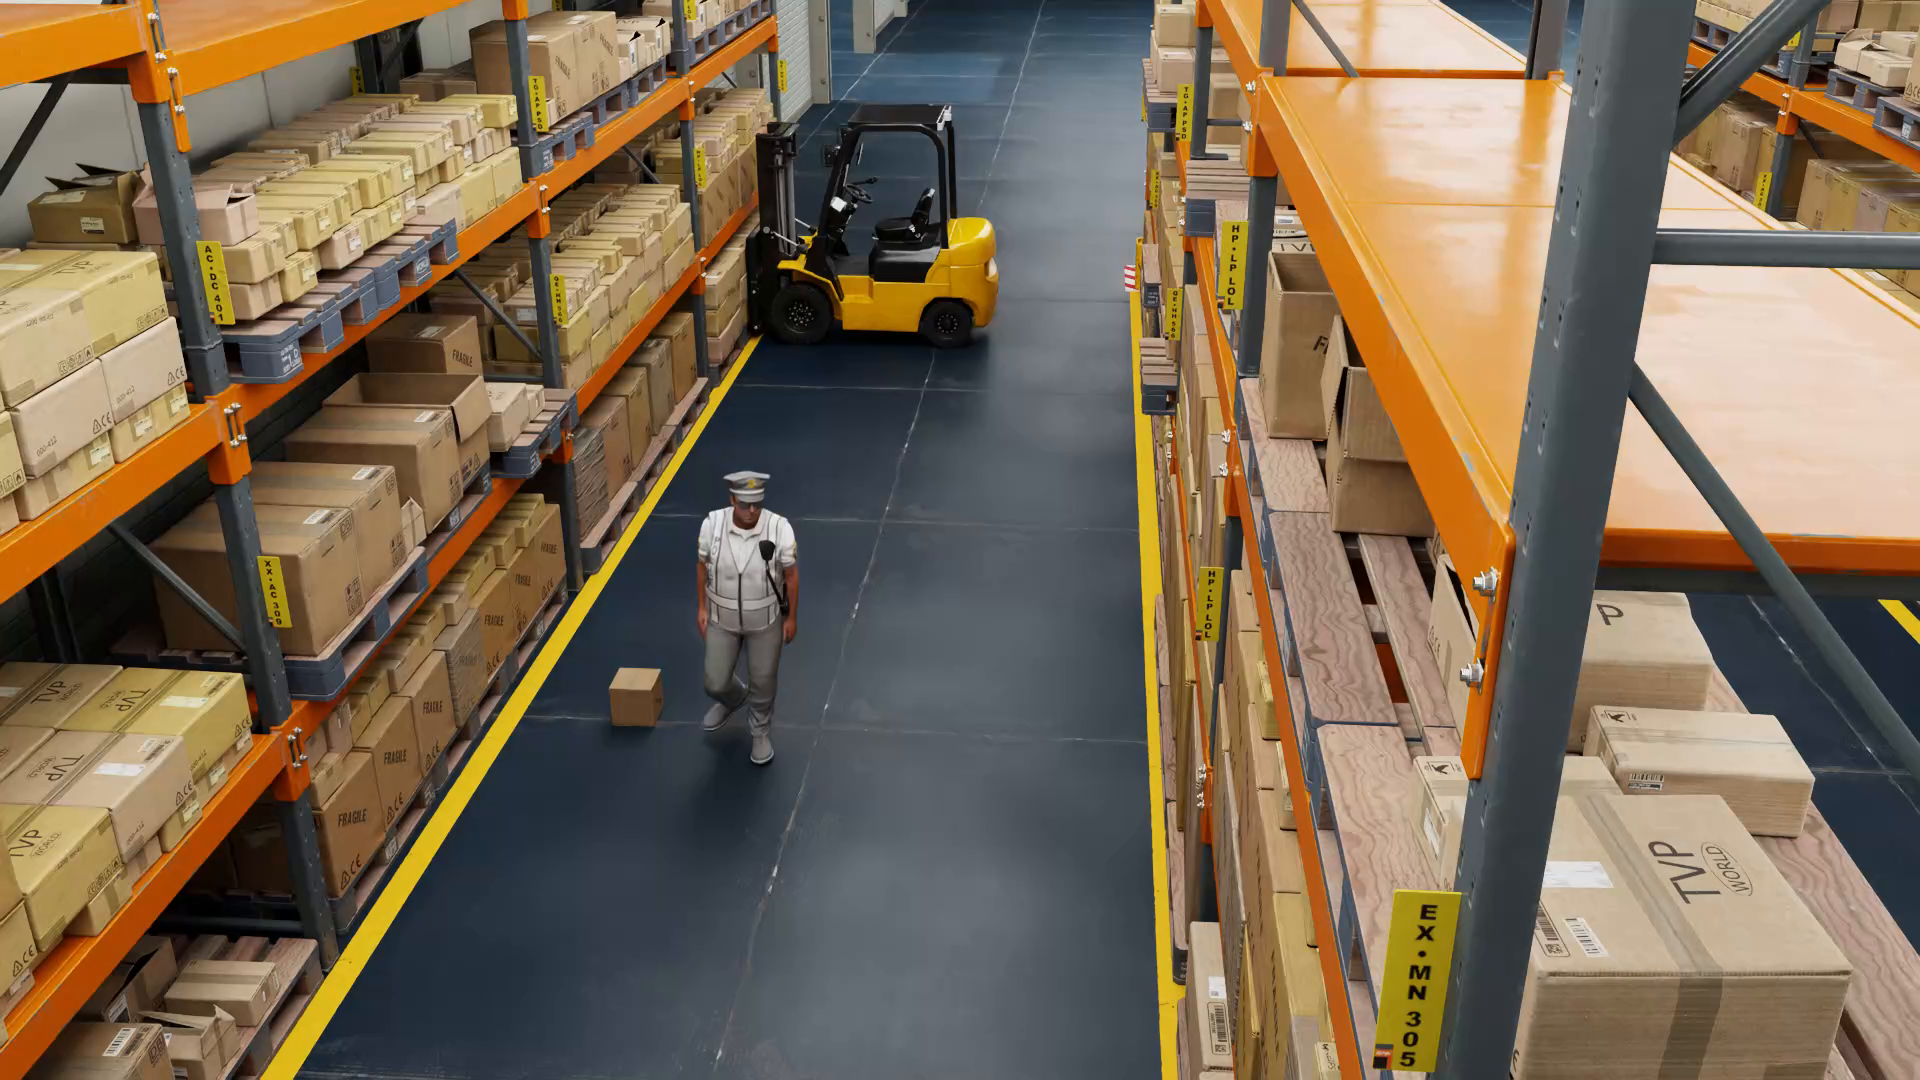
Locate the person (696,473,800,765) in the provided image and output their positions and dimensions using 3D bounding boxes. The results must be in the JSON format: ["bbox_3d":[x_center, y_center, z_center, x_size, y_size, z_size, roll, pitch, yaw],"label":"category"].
[{"bbox_3d":[-1.170,0.396,9.096,0.601,1.752,0.533,-1,24,-3],"label":"person"}]
